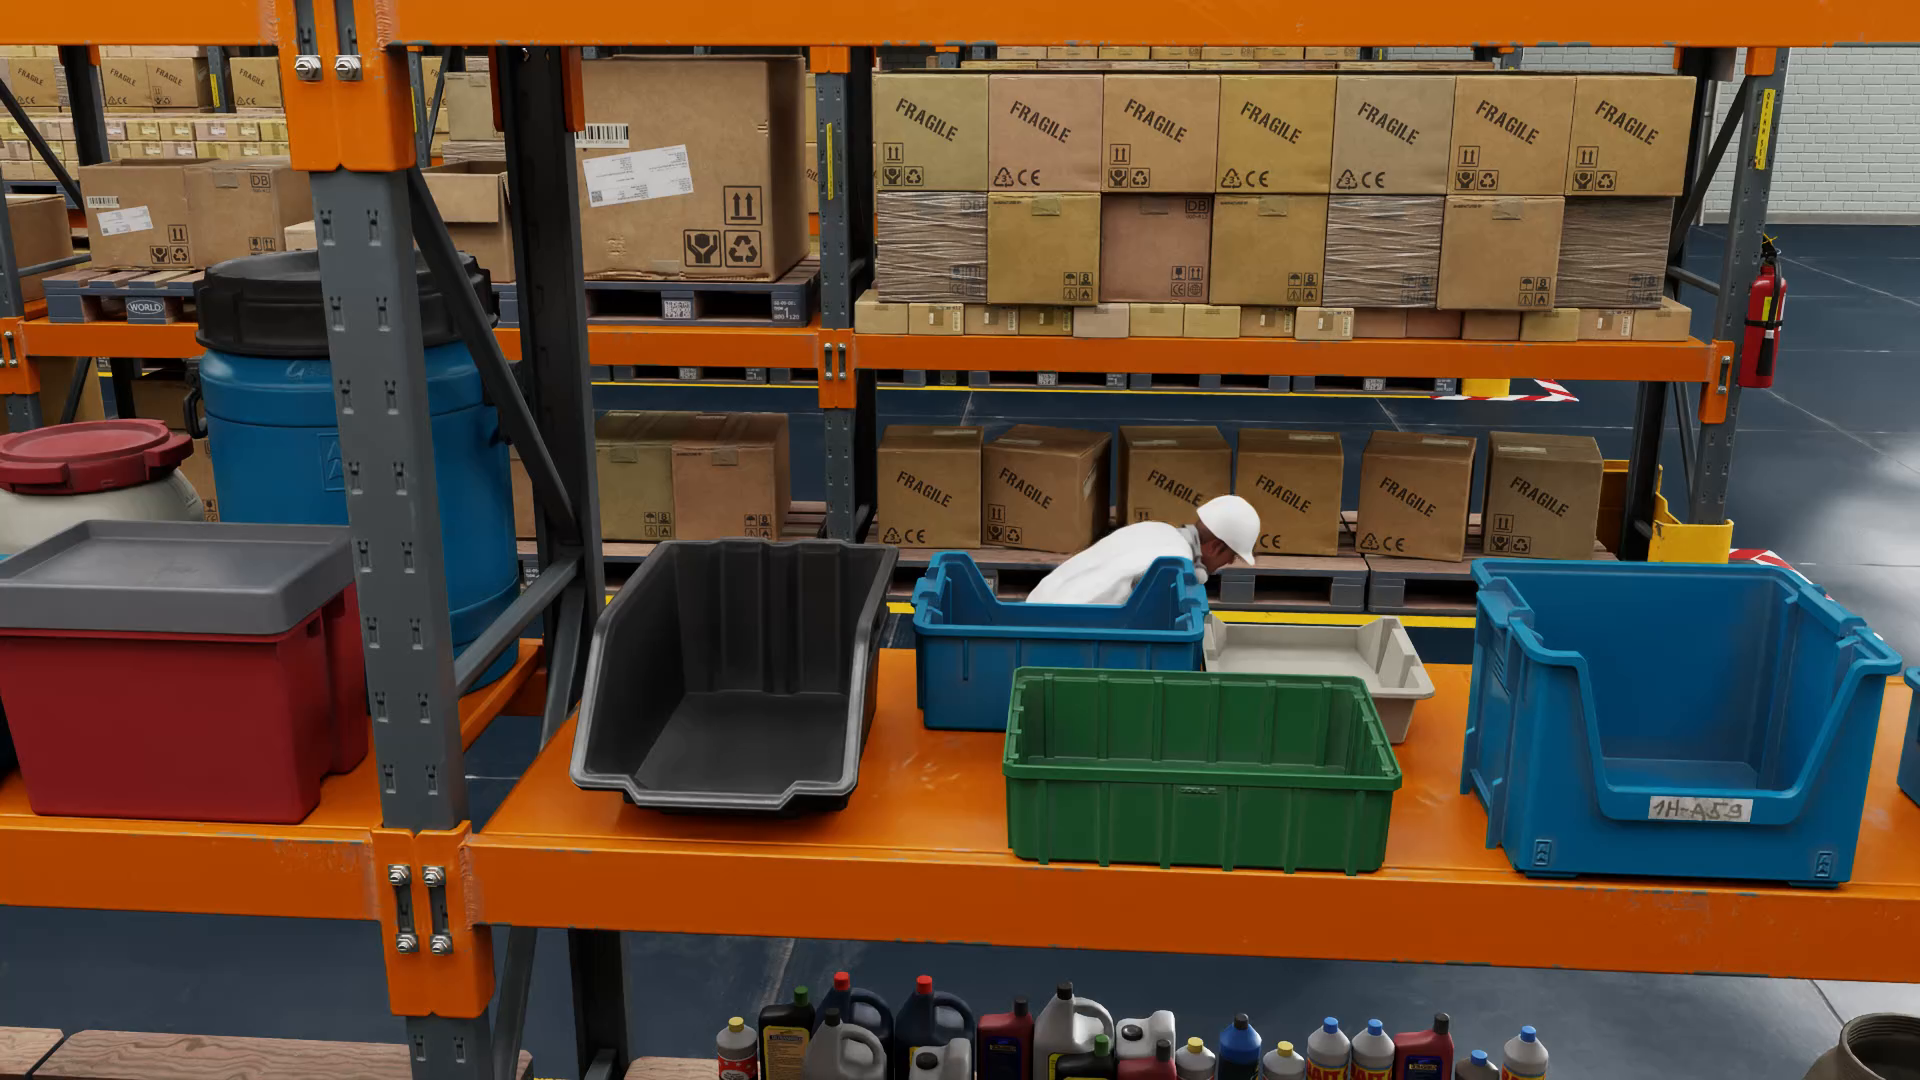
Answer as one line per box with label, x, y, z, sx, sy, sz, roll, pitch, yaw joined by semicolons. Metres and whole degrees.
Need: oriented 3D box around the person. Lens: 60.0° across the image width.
person;0.653;0.339;6.161;0.871;1.039;0.536;1;17;4
